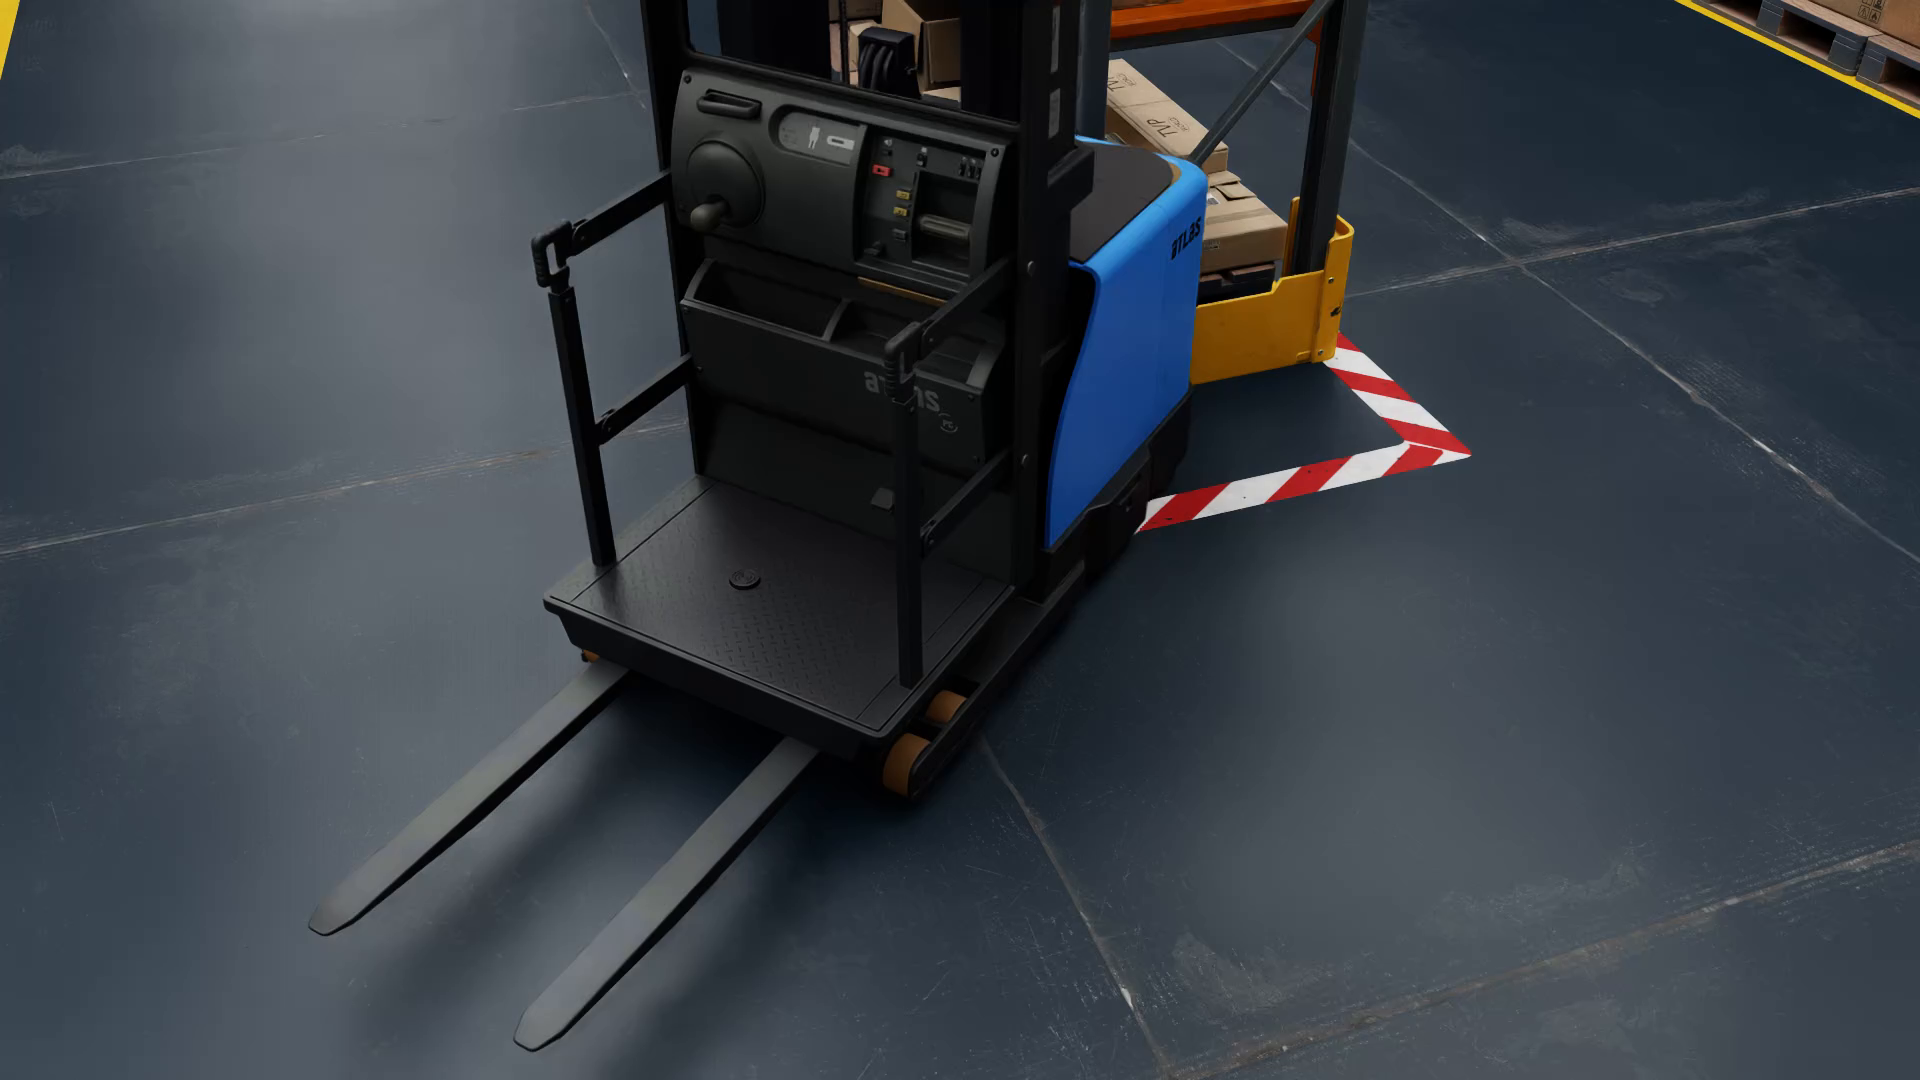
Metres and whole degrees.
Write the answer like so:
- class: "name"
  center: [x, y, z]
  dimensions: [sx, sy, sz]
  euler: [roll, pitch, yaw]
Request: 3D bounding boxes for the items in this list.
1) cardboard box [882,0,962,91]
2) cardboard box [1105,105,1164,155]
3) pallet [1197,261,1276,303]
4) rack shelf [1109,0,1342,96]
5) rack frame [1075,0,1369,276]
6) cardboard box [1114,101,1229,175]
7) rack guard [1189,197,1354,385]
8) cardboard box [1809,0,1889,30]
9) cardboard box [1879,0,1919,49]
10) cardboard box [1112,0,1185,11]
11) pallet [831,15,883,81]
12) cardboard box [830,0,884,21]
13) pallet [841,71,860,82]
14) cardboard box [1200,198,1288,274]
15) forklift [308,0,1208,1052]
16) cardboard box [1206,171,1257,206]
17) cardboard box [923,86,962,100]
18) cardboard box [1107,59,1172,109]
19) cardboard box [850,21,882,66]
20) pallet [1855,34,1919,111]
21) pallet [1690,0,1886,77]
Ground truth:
- class: "cardboard box"
  center: [0.104, -2.184, 7.365]
  dimensions: [0.797, 0.503, 0.637]
  euler: [-12, 39, -16]
- class: "cardboard box"
  center: [0.410, -1.239, 6.114]
  dimensions: [0.500, 0.500, 0.500]
  euler: [-12, 39, -16]
- class: "pallet"
  center: [0.527, -1.185, 6.648]
  dimensions: [1.003, 0.211, 1.213]
  euler: [-12, 39, -16]
- class: "rack shelf"
  center: [0.141, -2.648, 6.871]
  dimensions: [1.077, 0.370, 4.000]
  euler: [-12, 39, -16]
- class: "rack frame"
  center: [0.829, -1.806, 5.154]
  dimensions: [1.000, 3.000, 0.127]
  euler: [-12, 39, -16]
- class: "cardboard box"
  center: [0.736, -1.532, 6.710]
  dimensions: [0.500, 0.250, 0.500]
  euler: [-12, 39, -16]
- class: "rack guard"
  center: [0.803, -0.850, 5.963]
  dimensions: [1.175, 0.500, 0.348]
  euler: [-12, 39, -16]
- class: "cardboard box"
  center: [4.798, -2.944, 8.394]
  dimensions: [0.700, 0.500, 0.500]
  euler: [-14, 39, -17]
- class: "cardboard box"
  center: [4.972, -2.660, 8.017]
  dimensions: [0.700, 0.500, 0.500]
  euler: [-13, 39, -16]
- class: "cardboard box"
  center: [0.419, -2.042, 5.385]
  dimensions: [0.500, 0.500, 0.500]
  euler: [-11, 38, -15]
- class: "pallet"
  center: [-0.312, -2.563, 8.478]
  dimensions: [1.003, 0.211, 1.213]
  euler: [-12, 39, -16]
- class: "cardboard box"
  center: [-0.606, -2.885, 8.457]
  dimensions: [0.500, 0.311, 0.500]
  euler: [-12, 39, -16]
- class: "pallet"
  center: [0.111, -1.873, 7.562]
  dimensions: [1.003, 0.211, 1.213]
  euler: [-12, 39, -16]
- class: "cardboard box"
  center: [1.007, -1.151, 6.288]
  dimensions: [0.380, 0.149, 0.250]
  euler: [-12, 39, -16]
- class: "forklift"
  center: [-0.418, -0.815, 3.895]
  dimensions: [1.130, 2.935, 3.031]
  euler: [19, 41, 24]
- class: "cardboard box"
  center: [0.921, -1.299, 6.470]
  dimensions: [0.380, 0.166, 0.250]
  euler: [-12, 39, -16]
- class: "cardboard box"
  center: [0.112, -1.682, 6.910]
  dimensions: [0.500, 0.250, 0.500]
  euler: [-12, 39, -16]
- class: "cardboard box"
  center: [0.564, -1.814, 7.085]
  dimensions: [0.500, 0.250, 0.500]
  euler: [-12, 39, -16]
- class: "cardboard box"
  center: [-0.299, -2.341, 7.854]
  dimensions: [0.380, 0.166, 0.250]
  euler: [-12, 39, -16]
- class: "pallet"
  center: [5.130, -2.155, 7.936]
  dimensions: [1.003, 0.211, 1.213]
  euler: [-12, 39, -16]
- class: "pallet"
  center: [4.714, -2.843, 8.849]
  dimensions: [1.003, 0.211, 1.213]
  euler: [-12, 39, -16]
